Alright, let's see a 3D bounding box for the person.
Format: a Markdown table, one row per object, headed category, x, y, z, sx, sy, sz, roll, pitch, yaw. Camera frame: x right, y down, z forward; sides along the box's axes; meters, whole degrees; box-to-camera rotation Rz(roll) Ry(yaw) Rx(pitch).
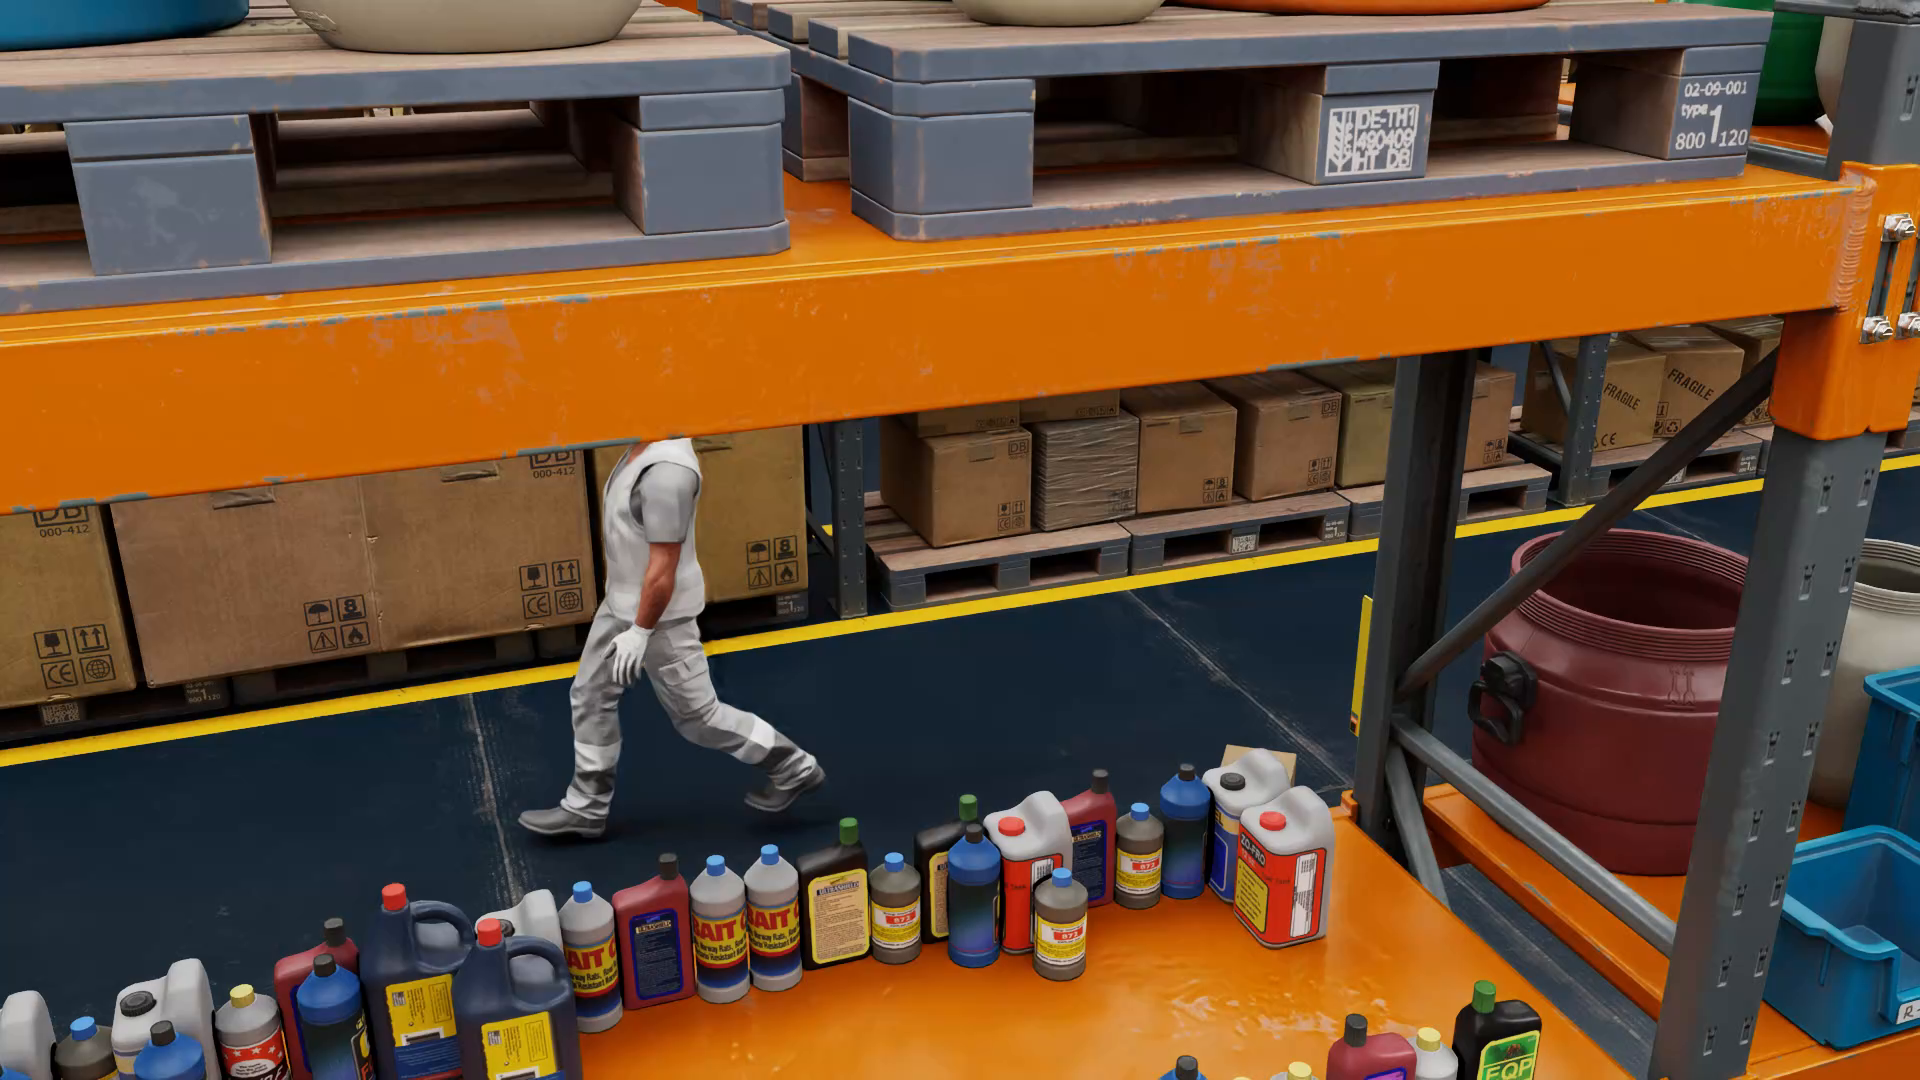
| category | x | y | z | sx | sy | sz | roll | pitch | yaw |
| --- | --- | --- | --- | --- | --- | --- | --- | --- | --- |
| person | -1.006 | 0.217 | 5.548 | 1.050 | 1.744 | 0.584 | -8 | 24 | -19 |
